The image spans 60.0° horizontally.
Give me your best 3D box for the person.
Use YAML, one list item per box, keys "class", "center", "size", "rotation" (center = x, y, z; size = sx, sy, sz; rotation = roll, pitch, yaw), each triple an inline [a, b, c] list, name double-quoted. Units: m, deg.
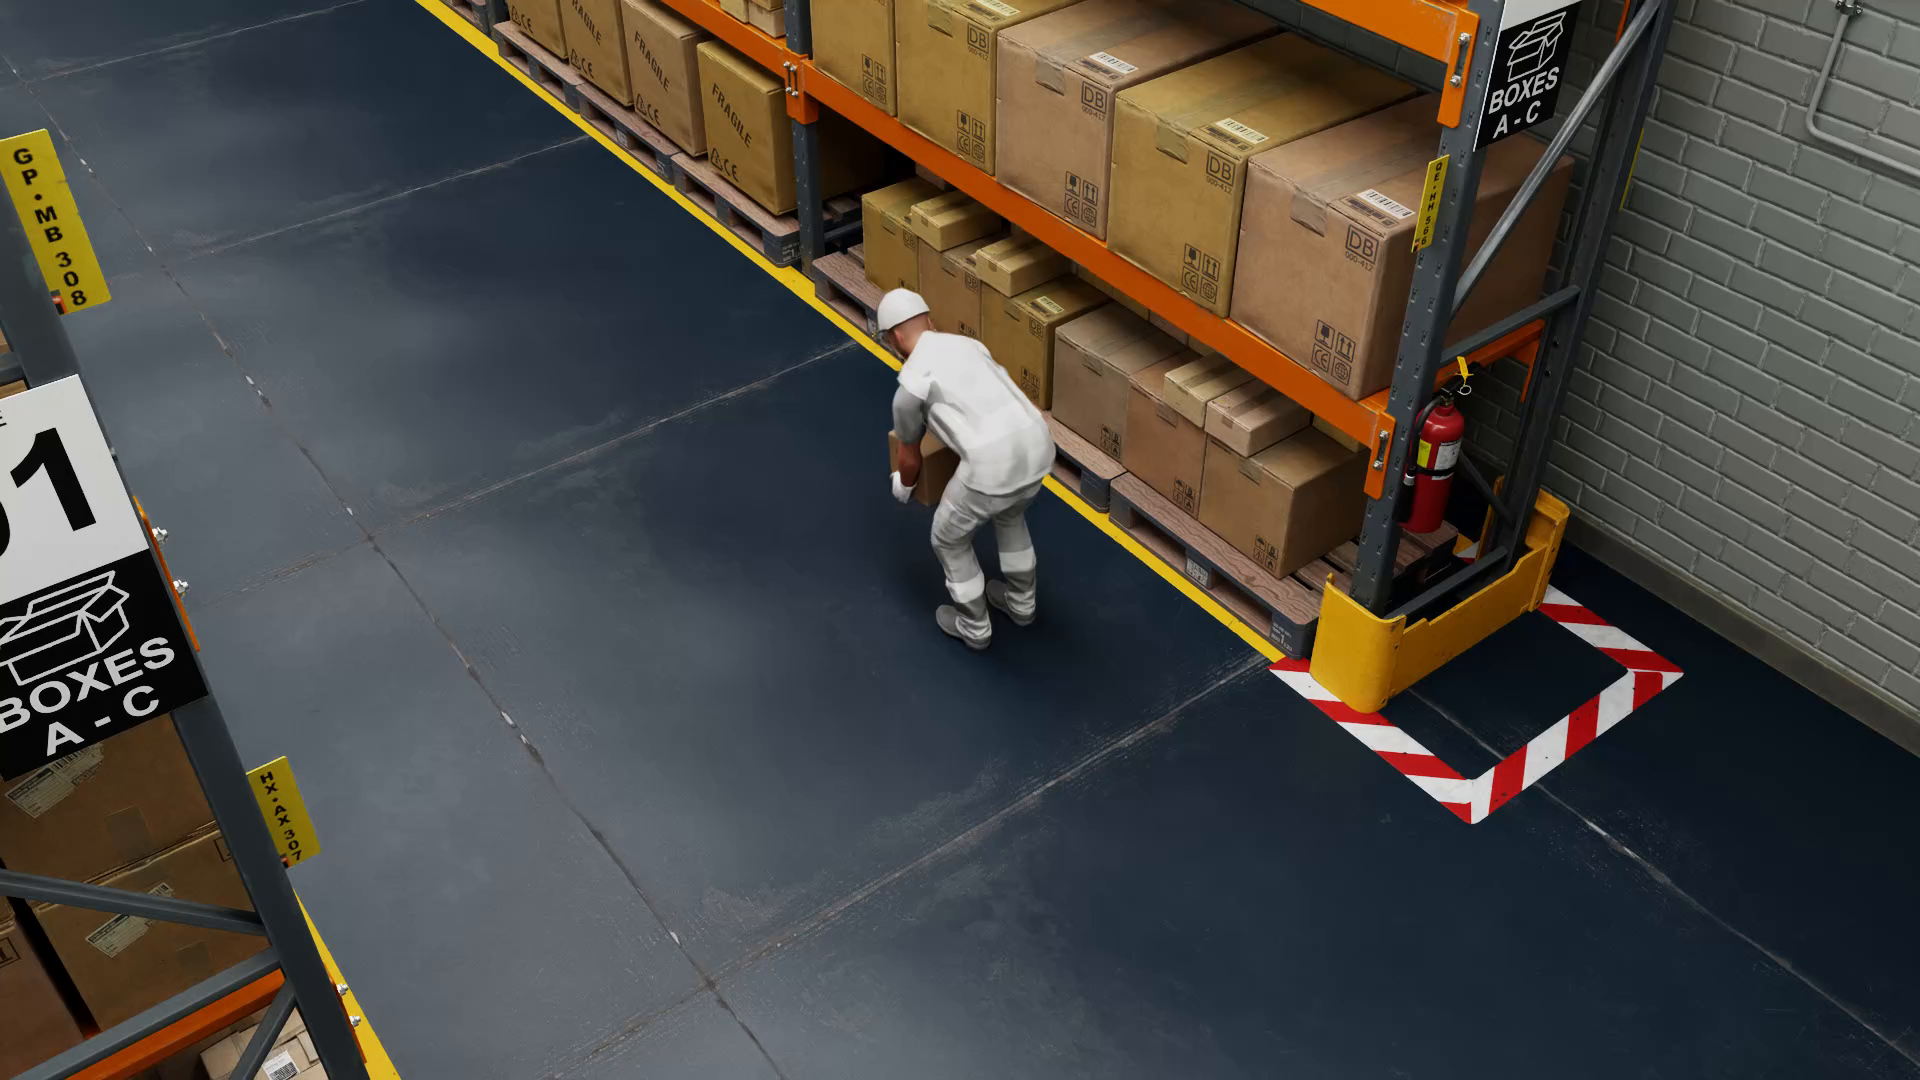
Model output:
- class: "person"
  center: [-0.006, -0.287, 6.786]
  size: [0.498, 1.392, 0.888]
  rotation: [-28, 47, -29]
